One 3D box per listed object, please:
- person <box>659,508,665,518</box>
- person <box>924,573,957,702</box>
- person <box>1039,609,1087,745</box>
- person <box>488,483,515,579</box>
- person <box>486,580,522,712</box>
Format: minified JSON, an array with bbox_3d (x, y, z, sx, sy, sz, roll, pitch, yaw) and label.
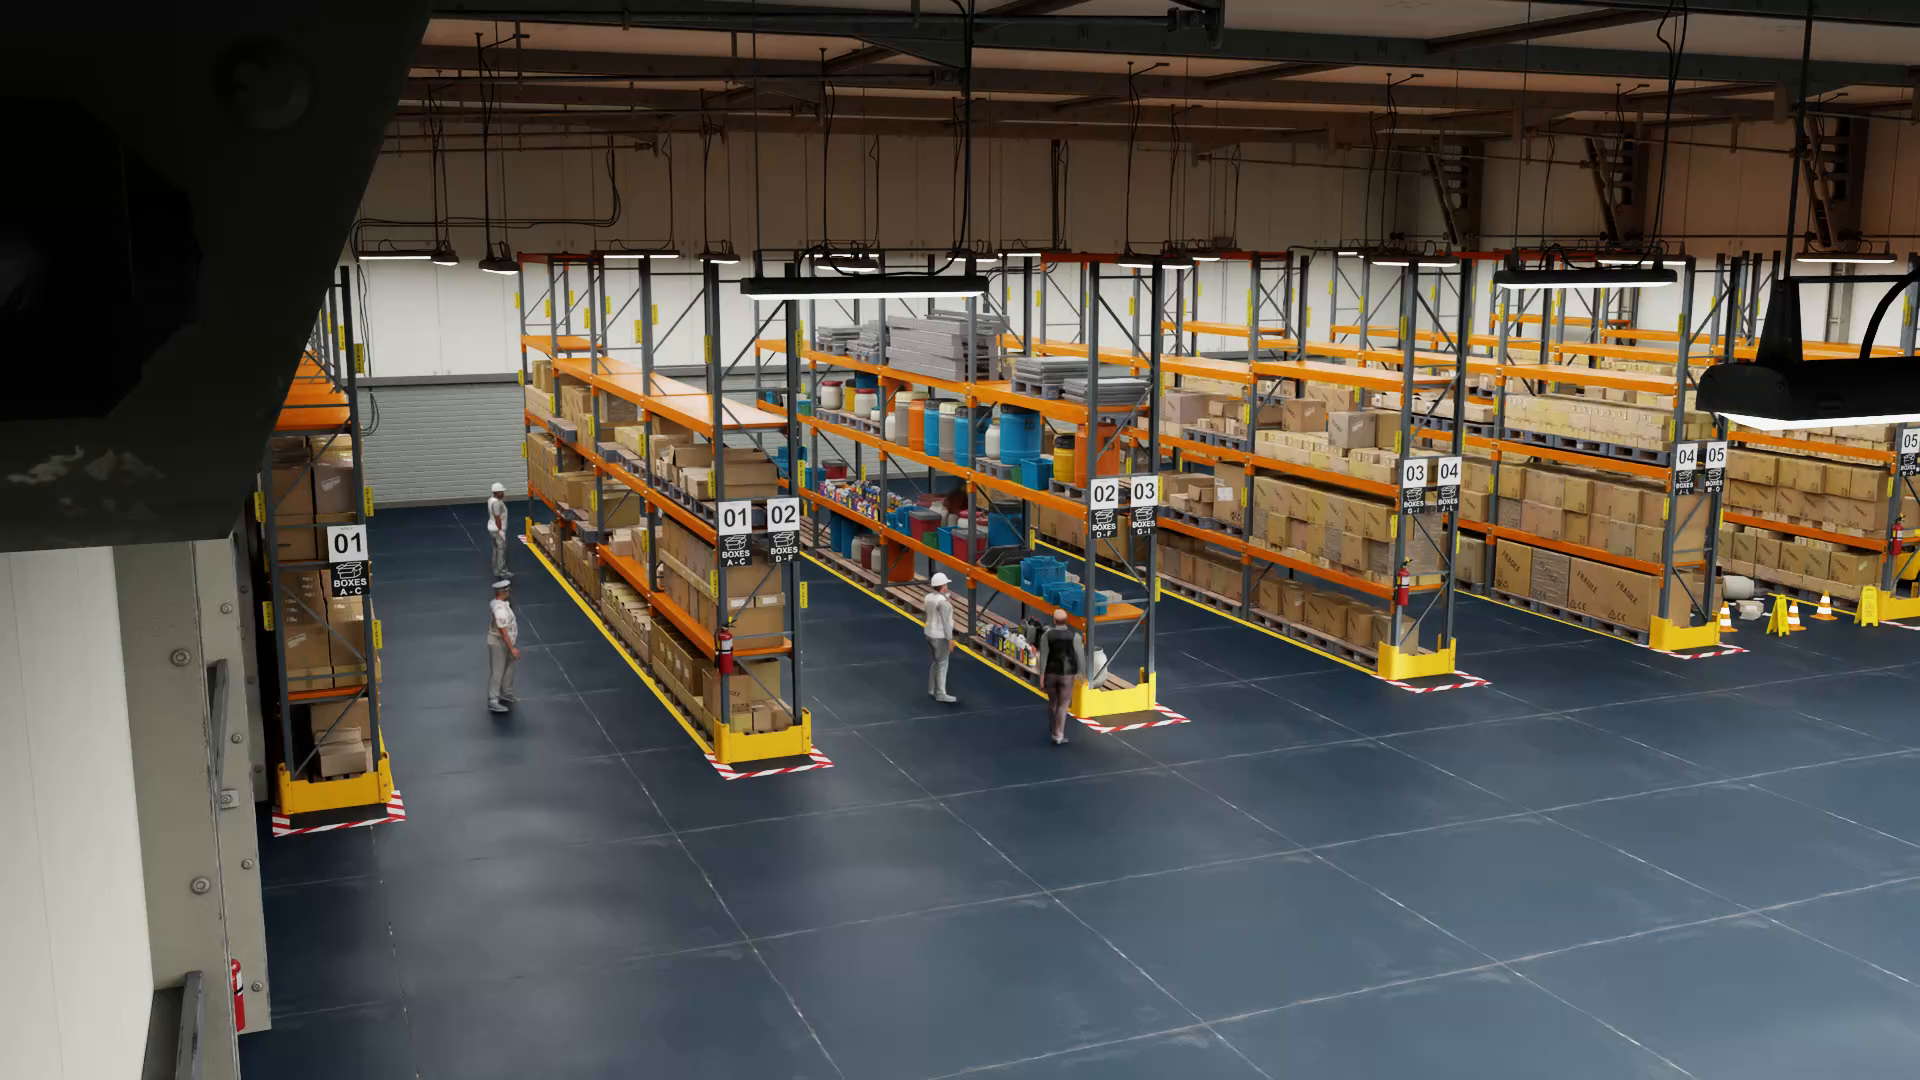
[{"bbox_3d":[-6.518,-1.368,37.675,0.645,1.731,1.026,2,11,10],"label":"person"},{"bbox_3d":[-0.277,1.369,22.857,0.369,1.855,0.595,-5,11,-24],"label":"person"},{"bbox_3d":[1.326,1.705,20.993,0.544,1.721,0.614,6,12,29],"label":"person"},{"bbox_3d":[-8.567,-0.180,30.998,0.431,1.788,0.629,-5,11,-24],"label":"person"},{"bbox_3d":[-6.181,1.432,22.528,0.499,1.809,0.699,-2,11,-9],"label":"person"}]
